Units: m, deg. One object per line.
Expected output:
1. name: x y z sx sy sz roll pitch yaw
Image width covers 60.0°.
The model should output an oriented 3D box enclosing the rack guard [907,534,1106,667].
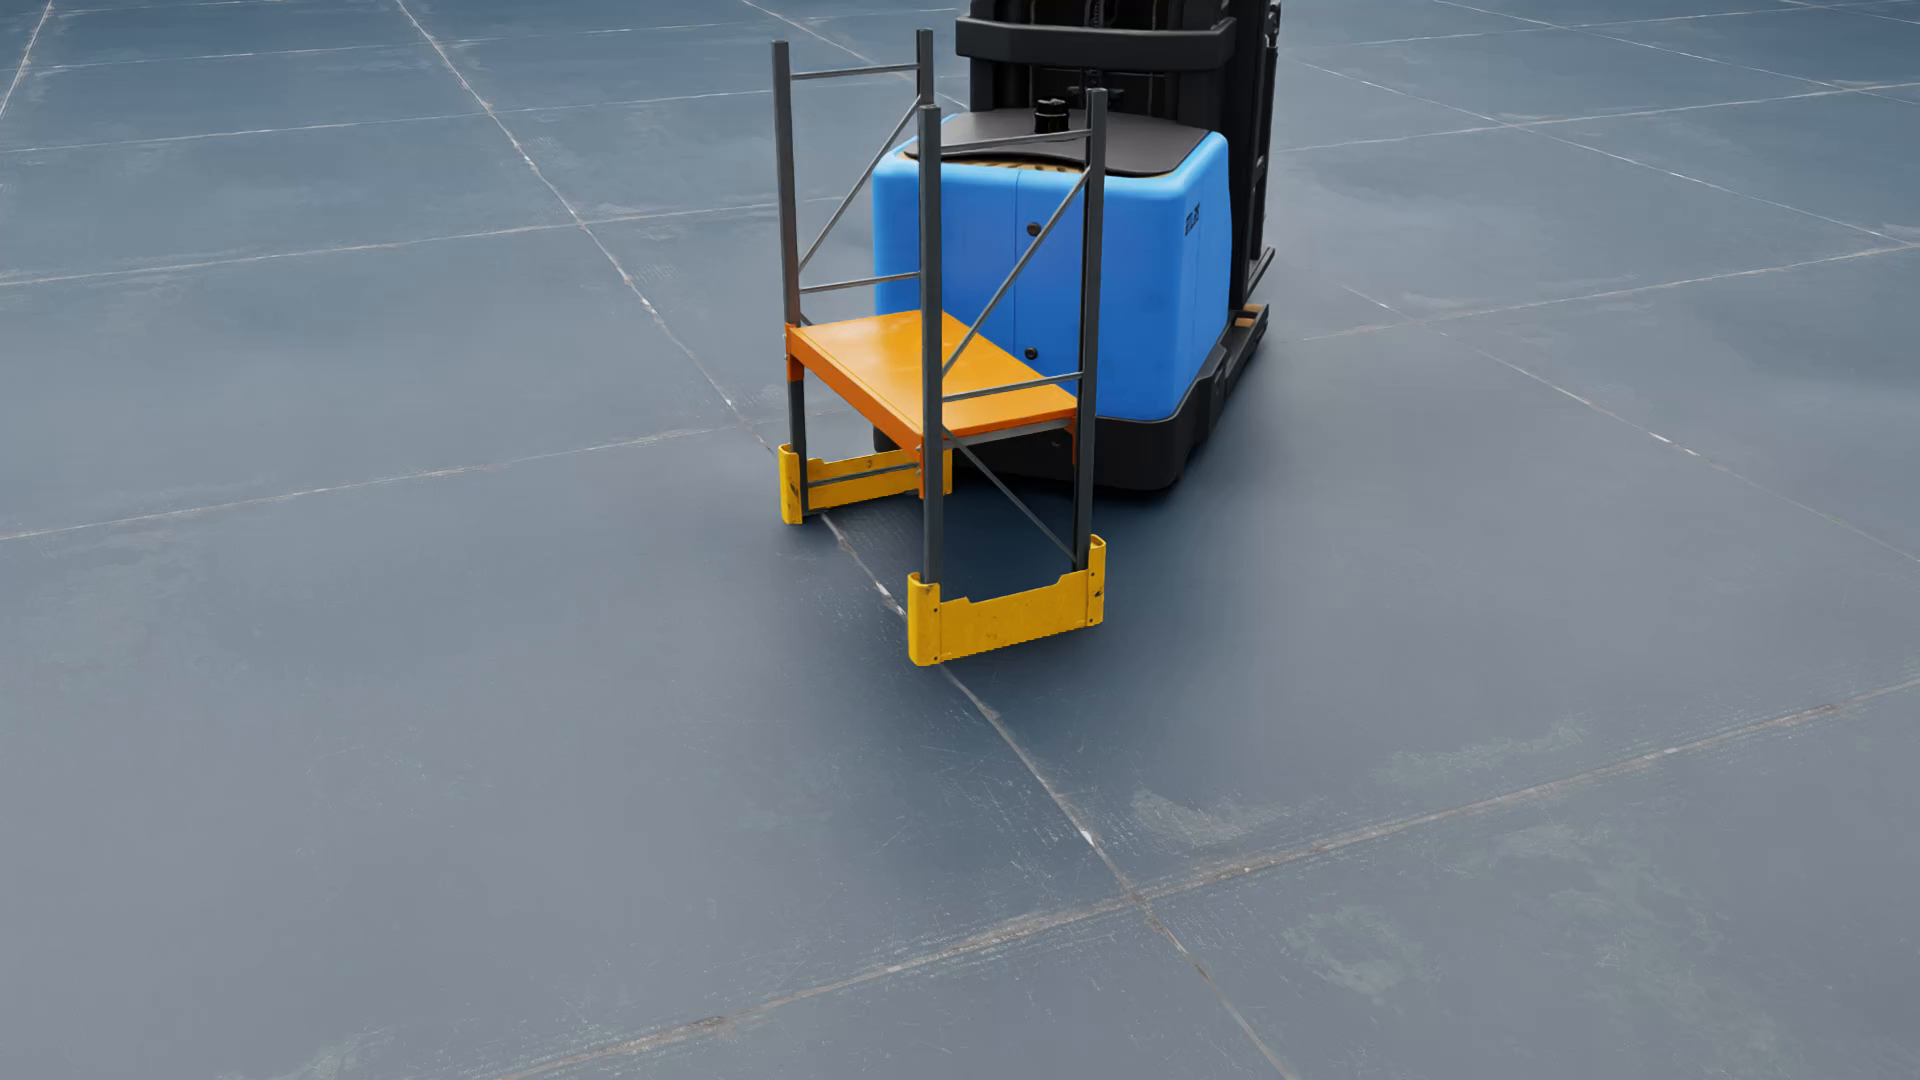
1. rack guard: 0.134 0.166 4.626 0.587 0.250 0.087 -12 29 -23

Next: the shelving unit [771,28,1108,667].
1. shelving unit: -0.084 -0.593 4.754 0.587 1.500 1.083 -12 29 -23

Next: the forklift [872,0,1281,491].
1. forklift: 0.653 -2.103 6.216 1.130 2.935 3.031 8 27 17

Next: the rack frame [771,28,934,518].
1. rack frame: -0.310 -0.797 5.172 0.500 1.500 0.032 -12 29 -23

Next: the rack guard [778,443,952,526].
1. rack guard: -0.302 -0.227 5.431 0.587 0.250 0.087 -12 29 -23

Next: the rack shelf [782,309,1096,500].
1. rack shelf: -0.088 -0.435 4.841 0.538 0.185 1.000 -12 29 -23

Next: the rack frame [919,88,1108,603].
1. rack frame: 0.134 -0.396 4.351 0.500 1.500 0.032 -12 29 -23
